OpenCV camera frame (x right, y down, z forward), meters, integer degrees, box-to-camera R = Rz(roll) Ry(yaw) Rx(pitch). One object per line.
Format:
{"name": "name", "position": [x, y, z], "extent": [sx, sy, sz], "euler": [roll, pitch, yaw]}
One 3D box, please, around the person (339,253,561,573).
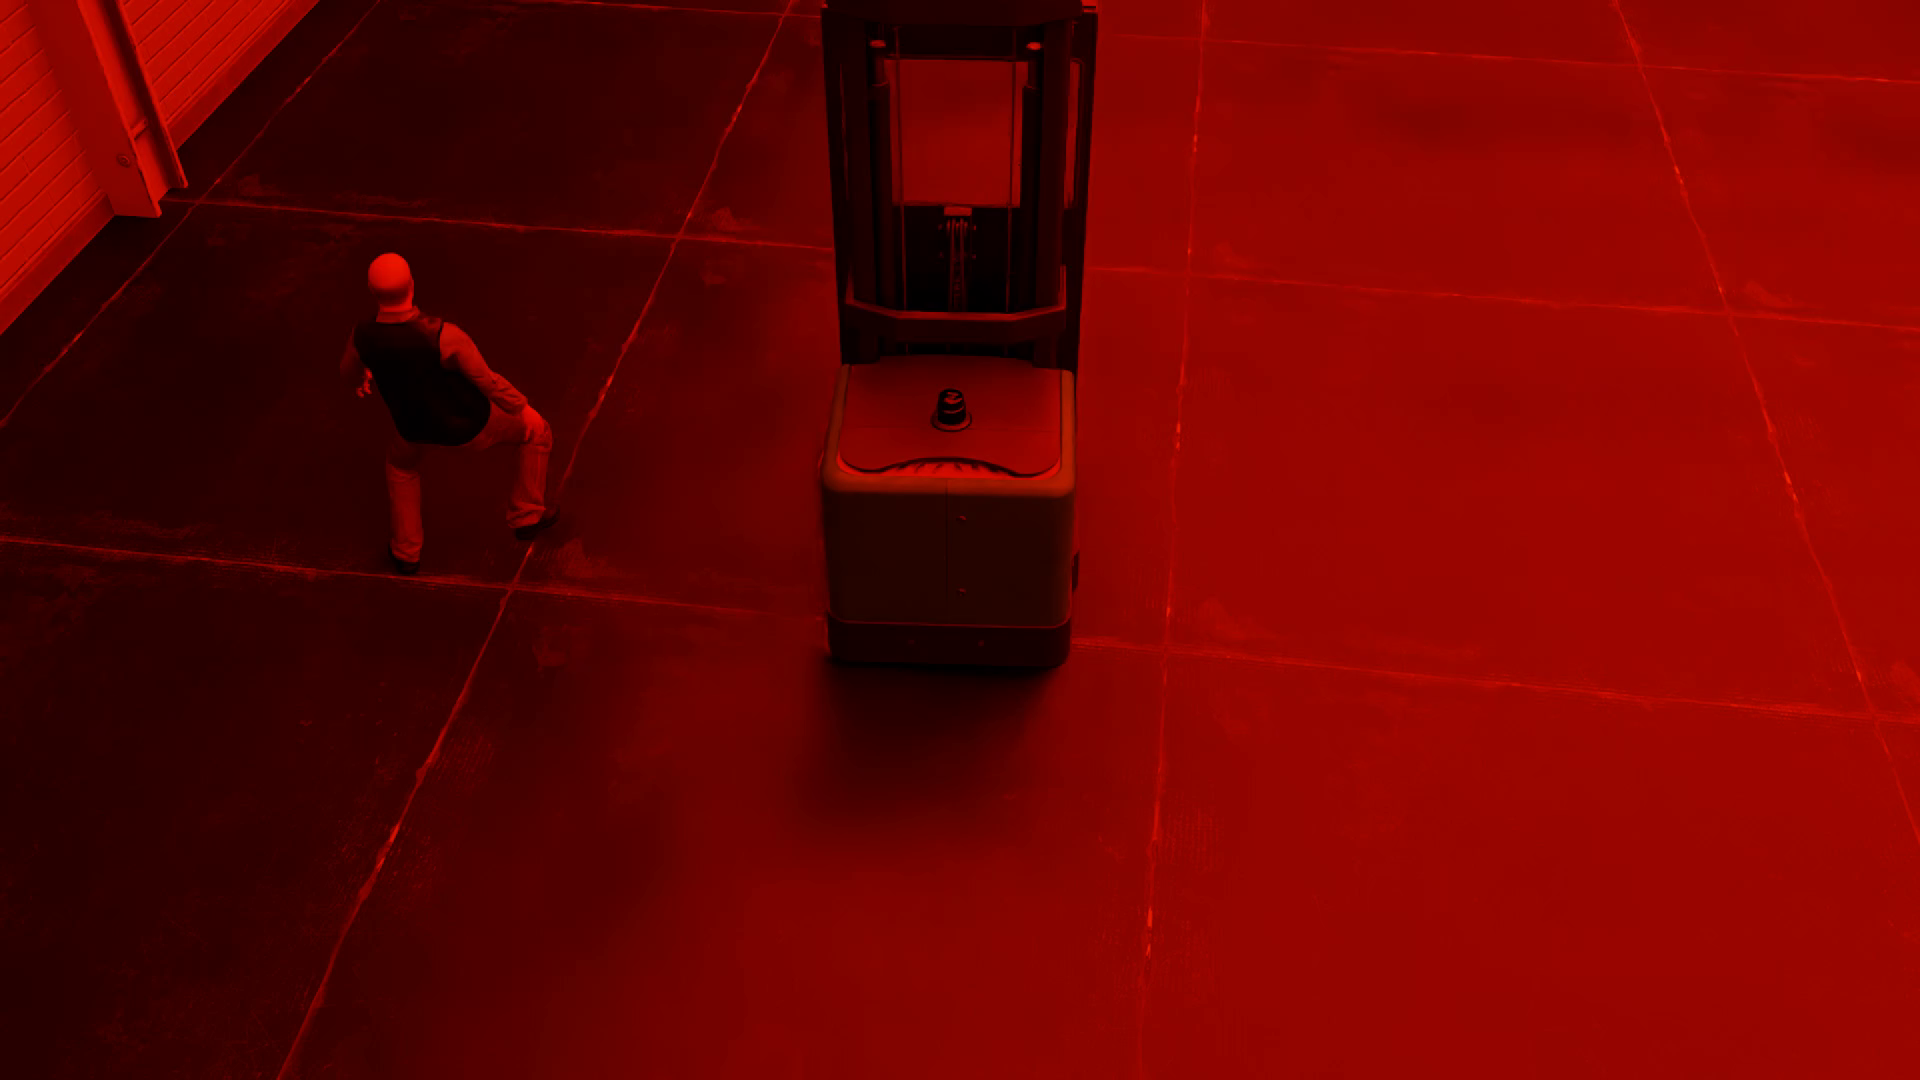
{"name": "person", "position": [-2.302, -0.600, 7.363], "extent": [0.925, 1.581, 0.630], "euler": [6, 43, 7]}

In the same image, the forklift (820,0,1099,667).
{"name": "forklift", "position": [0.009, -1.512, 7.371], "extent": [1.130, 2.935, 3.031], "euler": [2, 43, 2]}
